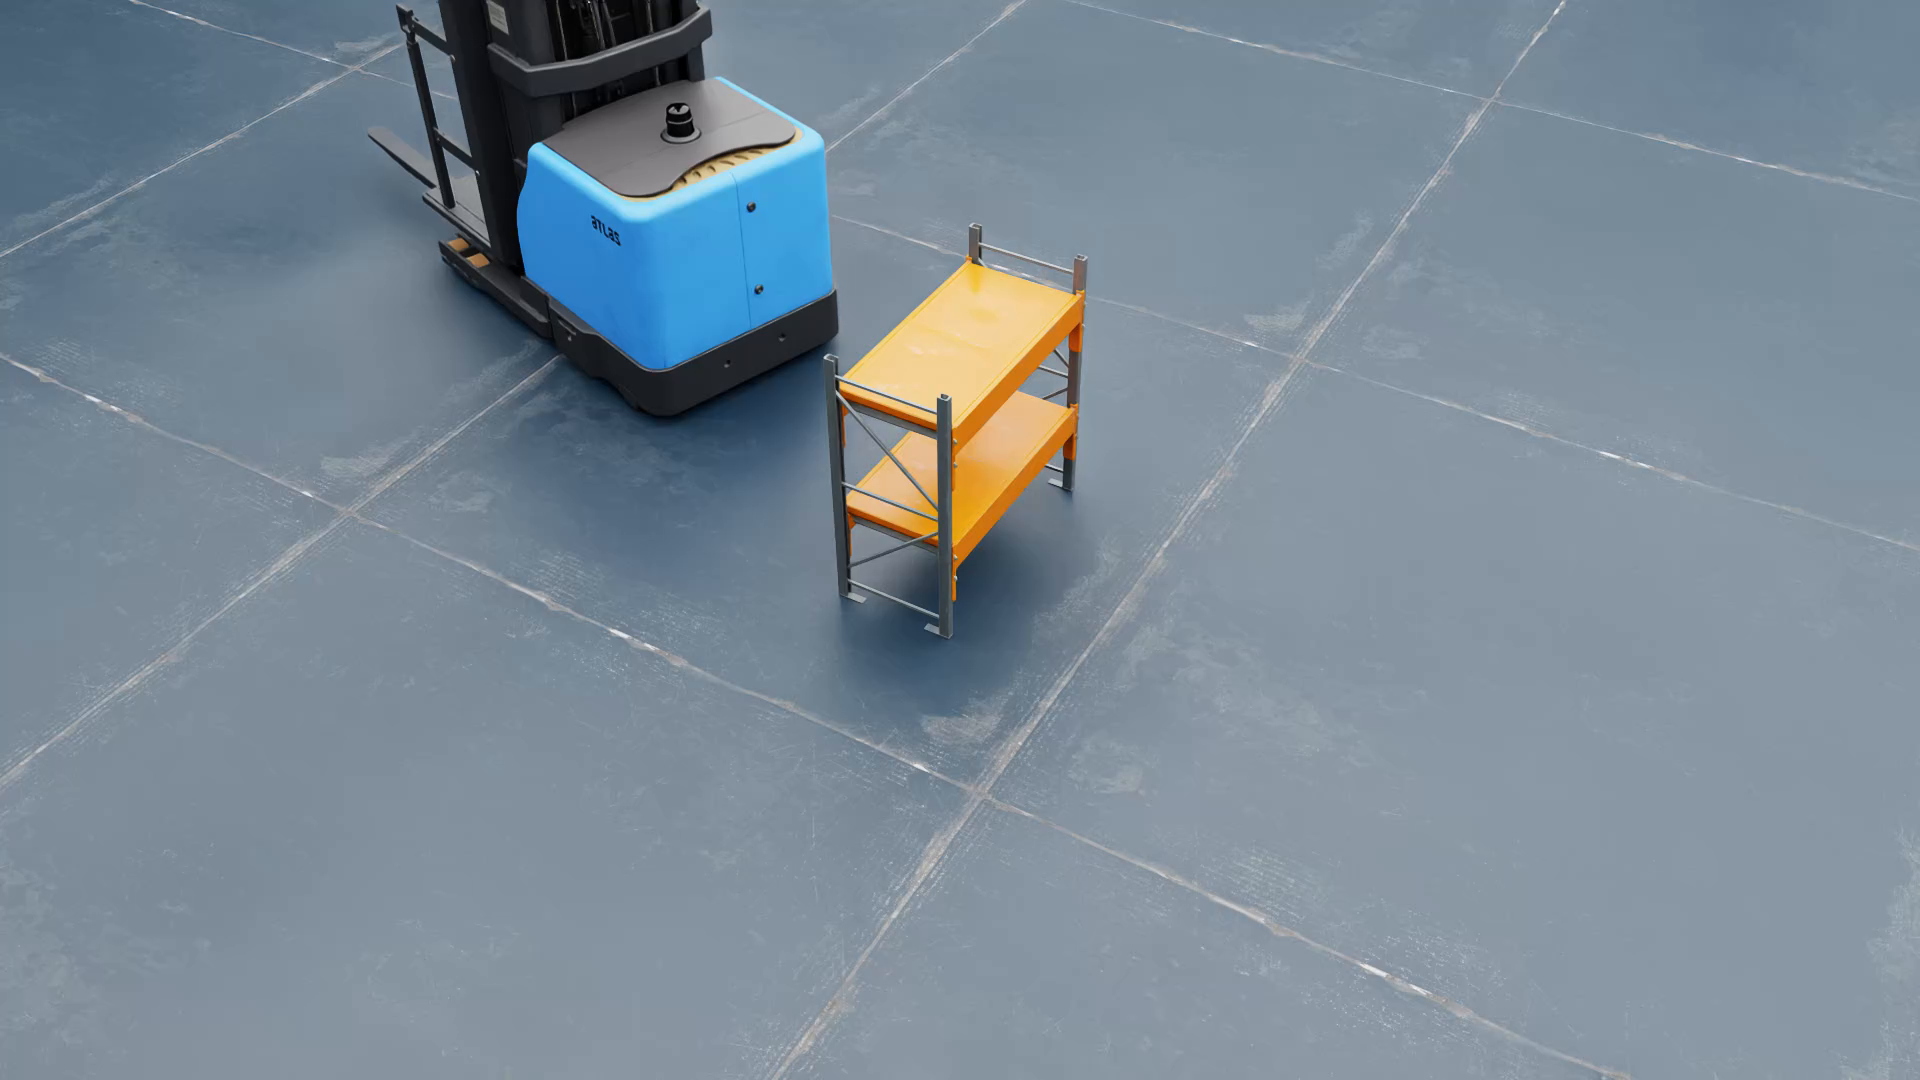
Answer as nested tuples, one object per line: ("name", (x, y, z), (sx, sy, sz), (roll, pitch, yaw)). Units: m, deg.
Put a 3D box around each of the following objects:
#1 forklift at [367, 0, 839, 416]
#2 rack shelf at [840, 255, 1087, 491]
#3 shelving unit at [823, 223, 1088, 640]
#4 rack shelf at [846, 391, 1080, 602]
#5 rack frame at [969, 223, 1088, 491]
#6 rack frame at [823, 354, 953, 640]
("forklift", (-1.922, -2.533, 7.408), (1.130, 2.935, 3.031), (-31, 50, -30))
("rack shelf", (0.003, -0.646, 6.189), (0.538, 0.278, 1.000), (21, 45, 22))
("shelving unit", (0.003, -0.426, 6.383), (0.538, 1.125, 1.048), (21, 45, 22))
("rack shelf", (0.003, -0.243, 6.544), (0.538, 0.278, 1.000), (21, 45, 22))
("rack frame", (0.258, -0.717, 6.713), (0.500, 1.125, 0.032), (21, 45, 22))
("rack frame", (-0.251, -0.135, 6.052), (0.500, 1.125, 0.032), (21, 45, 22))
